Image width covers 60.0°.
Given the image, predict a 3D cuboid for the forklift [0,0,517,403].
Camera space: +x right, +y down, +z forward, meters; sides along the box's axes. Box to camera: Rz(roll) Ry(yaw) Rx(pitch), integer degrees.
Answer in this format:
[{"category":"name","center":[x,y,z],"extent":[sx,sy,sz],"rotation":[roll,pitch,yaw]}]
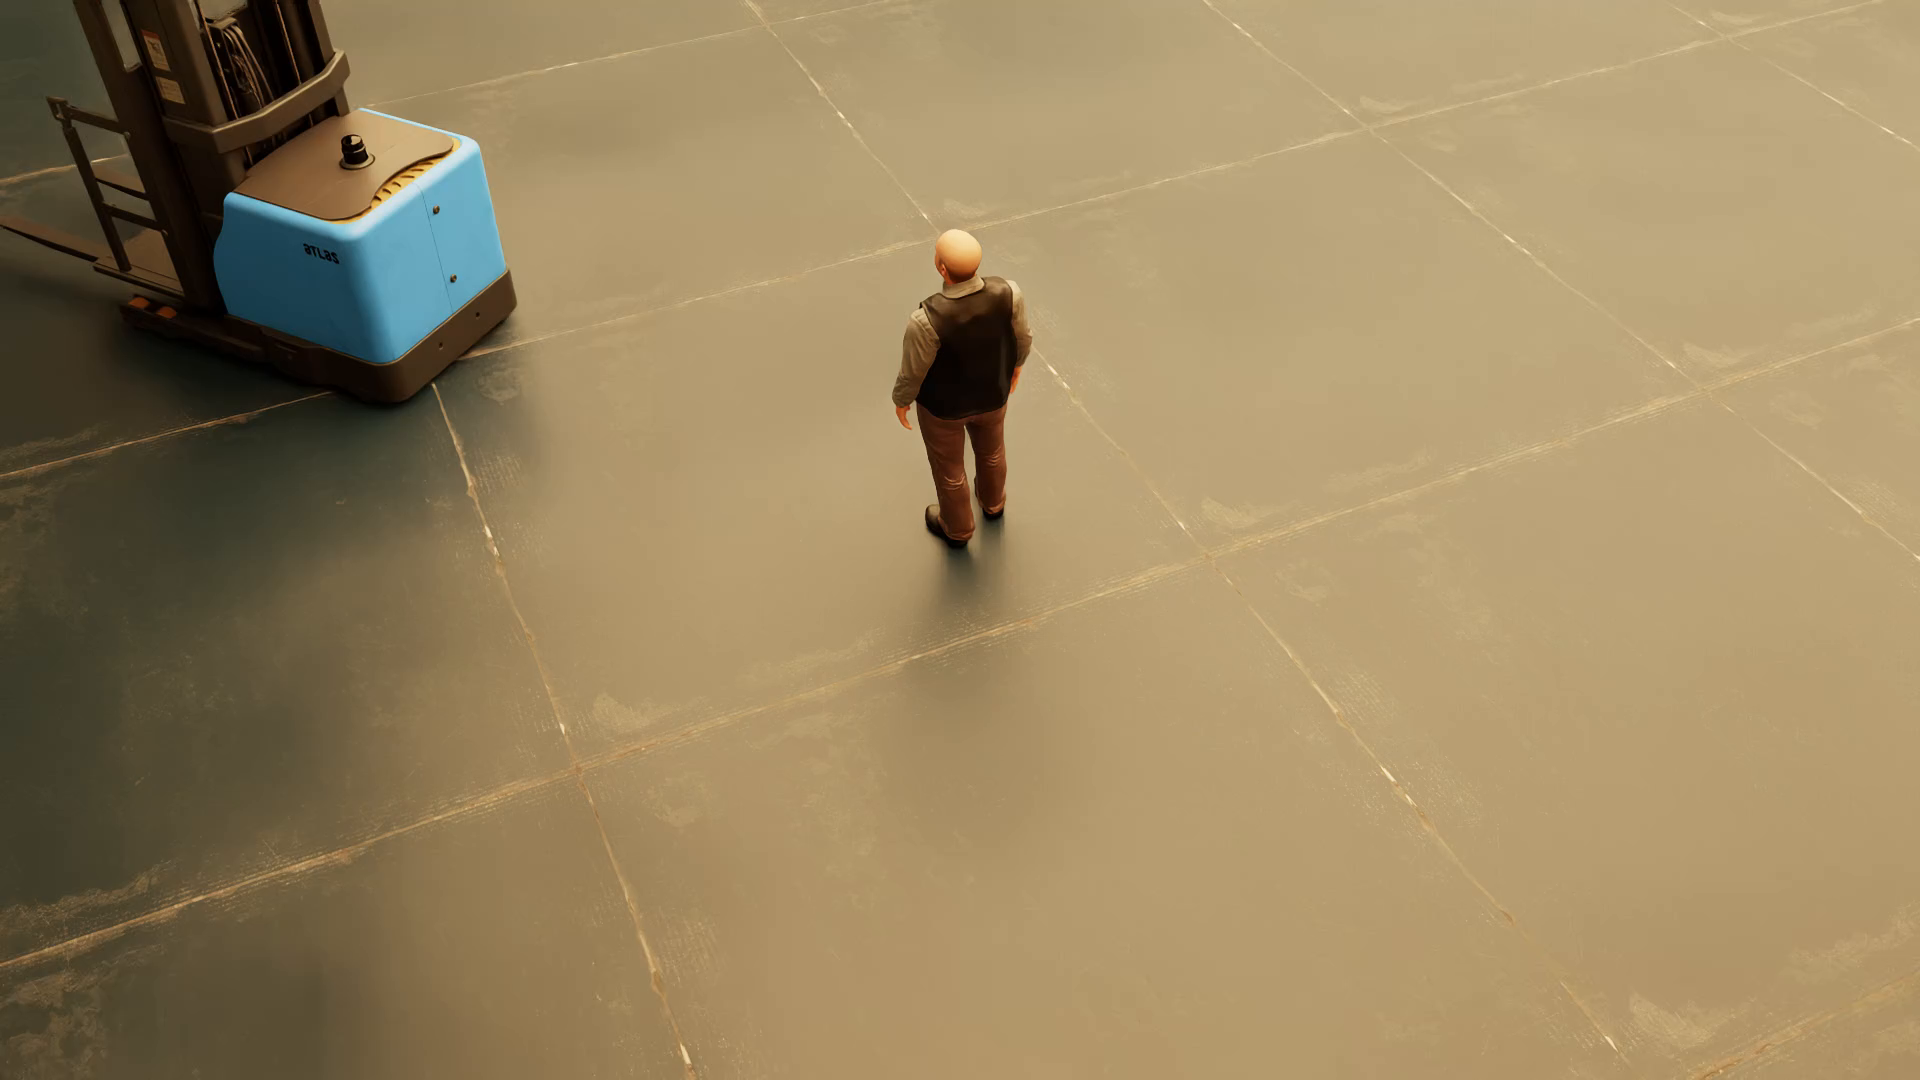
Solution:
[{"category":"forklift","center":[-3.978,-2.469,8.326],"extent":[3.031,2.935,1.130],"rotation":[19,46,19]}]

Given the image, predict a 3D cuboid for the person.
[{"category":"person","center":[-0.019,-0.675,7.280],"extent":[0.632,1.720,0.568],"rotation":[-18,46,-18]}]
